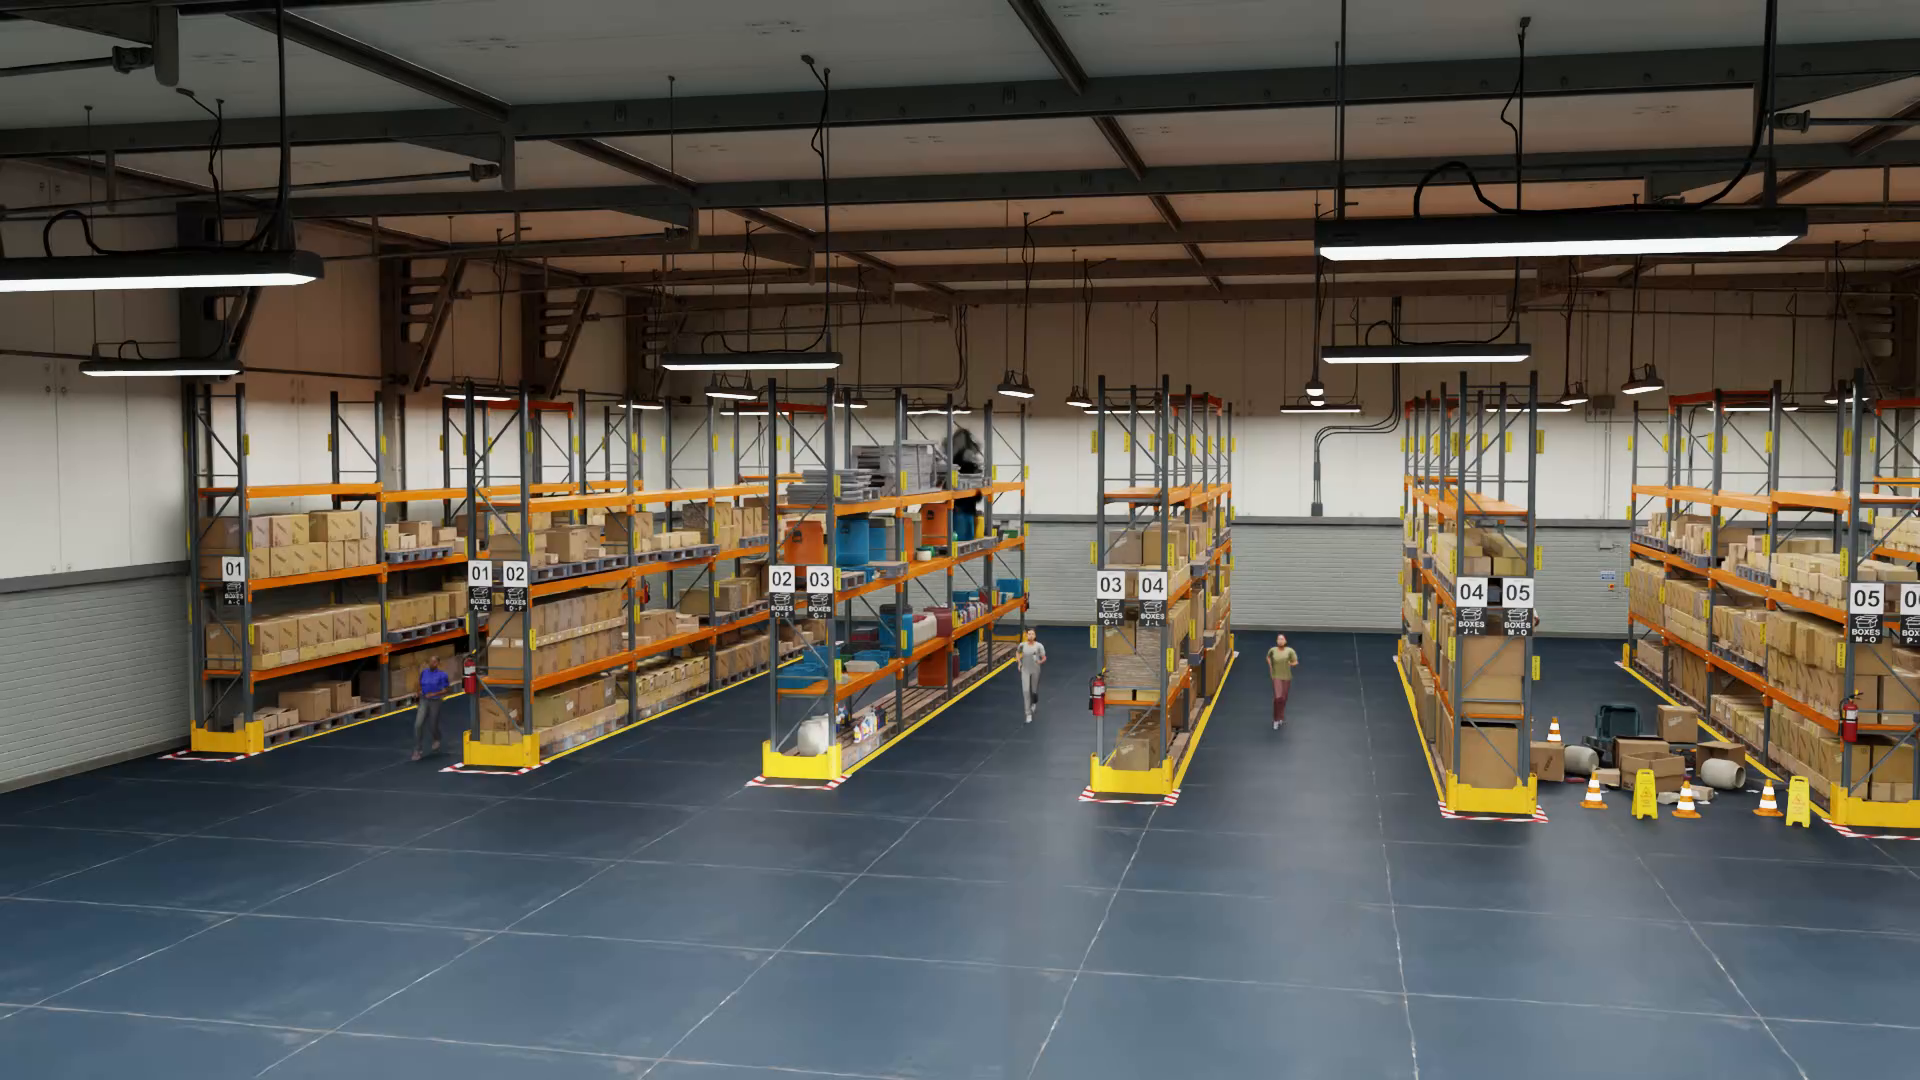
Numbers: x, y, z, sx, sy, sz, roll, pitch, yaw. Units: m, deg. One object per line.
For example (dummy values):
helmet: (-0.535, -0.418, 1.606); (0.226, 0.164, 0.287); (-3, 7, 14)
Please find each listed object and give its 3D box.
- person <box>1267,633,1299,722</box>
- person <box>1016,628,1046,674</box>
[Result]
person: (5.707, 2.421, 29.423); (0.546, 1.565, 0.702); (0, 3, 8)
person: (1.285, 2.013, 30.234); (0.568, 0.823, 0.544); (0, 3, 5)
